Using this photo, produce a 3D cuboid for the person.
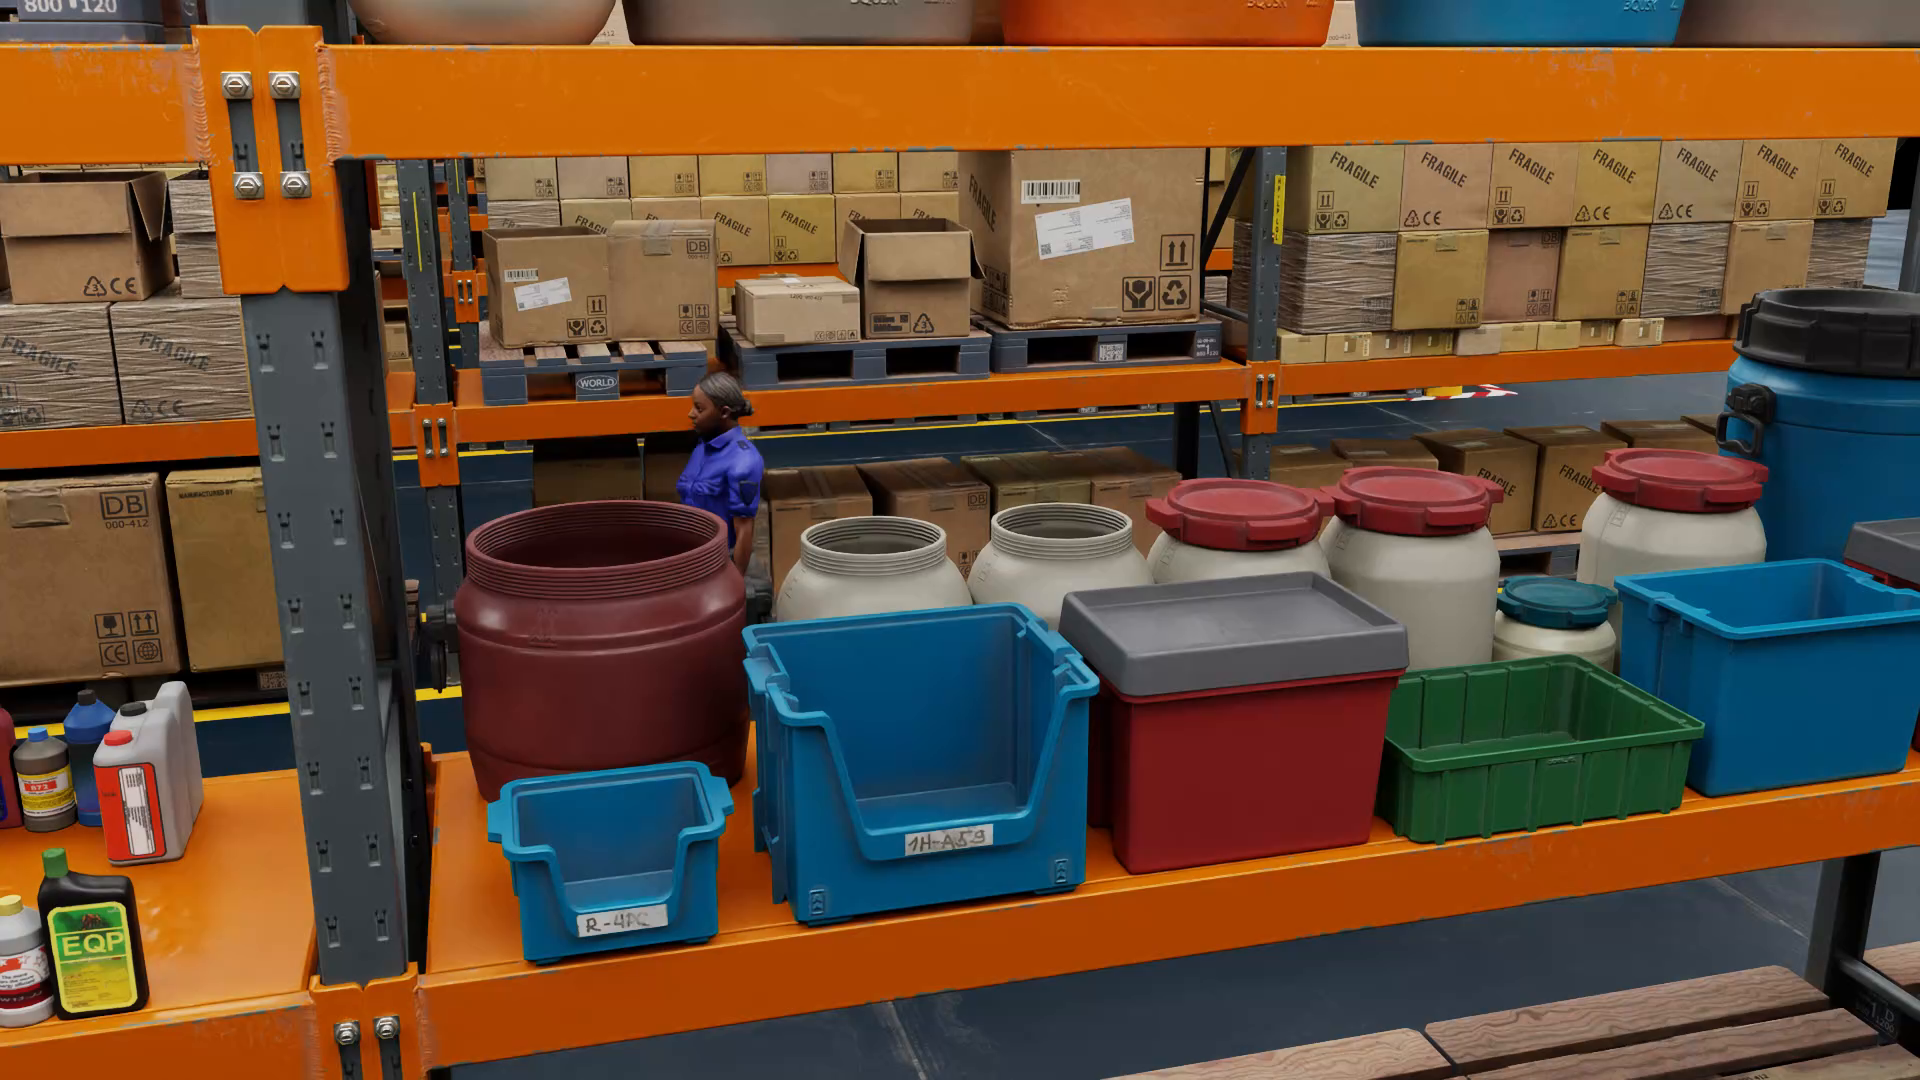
[{"bbox_3d":[-0.872,0.107,6.555,0.737,1.571,0.430,-14,22,-41],"label":"person"}]
